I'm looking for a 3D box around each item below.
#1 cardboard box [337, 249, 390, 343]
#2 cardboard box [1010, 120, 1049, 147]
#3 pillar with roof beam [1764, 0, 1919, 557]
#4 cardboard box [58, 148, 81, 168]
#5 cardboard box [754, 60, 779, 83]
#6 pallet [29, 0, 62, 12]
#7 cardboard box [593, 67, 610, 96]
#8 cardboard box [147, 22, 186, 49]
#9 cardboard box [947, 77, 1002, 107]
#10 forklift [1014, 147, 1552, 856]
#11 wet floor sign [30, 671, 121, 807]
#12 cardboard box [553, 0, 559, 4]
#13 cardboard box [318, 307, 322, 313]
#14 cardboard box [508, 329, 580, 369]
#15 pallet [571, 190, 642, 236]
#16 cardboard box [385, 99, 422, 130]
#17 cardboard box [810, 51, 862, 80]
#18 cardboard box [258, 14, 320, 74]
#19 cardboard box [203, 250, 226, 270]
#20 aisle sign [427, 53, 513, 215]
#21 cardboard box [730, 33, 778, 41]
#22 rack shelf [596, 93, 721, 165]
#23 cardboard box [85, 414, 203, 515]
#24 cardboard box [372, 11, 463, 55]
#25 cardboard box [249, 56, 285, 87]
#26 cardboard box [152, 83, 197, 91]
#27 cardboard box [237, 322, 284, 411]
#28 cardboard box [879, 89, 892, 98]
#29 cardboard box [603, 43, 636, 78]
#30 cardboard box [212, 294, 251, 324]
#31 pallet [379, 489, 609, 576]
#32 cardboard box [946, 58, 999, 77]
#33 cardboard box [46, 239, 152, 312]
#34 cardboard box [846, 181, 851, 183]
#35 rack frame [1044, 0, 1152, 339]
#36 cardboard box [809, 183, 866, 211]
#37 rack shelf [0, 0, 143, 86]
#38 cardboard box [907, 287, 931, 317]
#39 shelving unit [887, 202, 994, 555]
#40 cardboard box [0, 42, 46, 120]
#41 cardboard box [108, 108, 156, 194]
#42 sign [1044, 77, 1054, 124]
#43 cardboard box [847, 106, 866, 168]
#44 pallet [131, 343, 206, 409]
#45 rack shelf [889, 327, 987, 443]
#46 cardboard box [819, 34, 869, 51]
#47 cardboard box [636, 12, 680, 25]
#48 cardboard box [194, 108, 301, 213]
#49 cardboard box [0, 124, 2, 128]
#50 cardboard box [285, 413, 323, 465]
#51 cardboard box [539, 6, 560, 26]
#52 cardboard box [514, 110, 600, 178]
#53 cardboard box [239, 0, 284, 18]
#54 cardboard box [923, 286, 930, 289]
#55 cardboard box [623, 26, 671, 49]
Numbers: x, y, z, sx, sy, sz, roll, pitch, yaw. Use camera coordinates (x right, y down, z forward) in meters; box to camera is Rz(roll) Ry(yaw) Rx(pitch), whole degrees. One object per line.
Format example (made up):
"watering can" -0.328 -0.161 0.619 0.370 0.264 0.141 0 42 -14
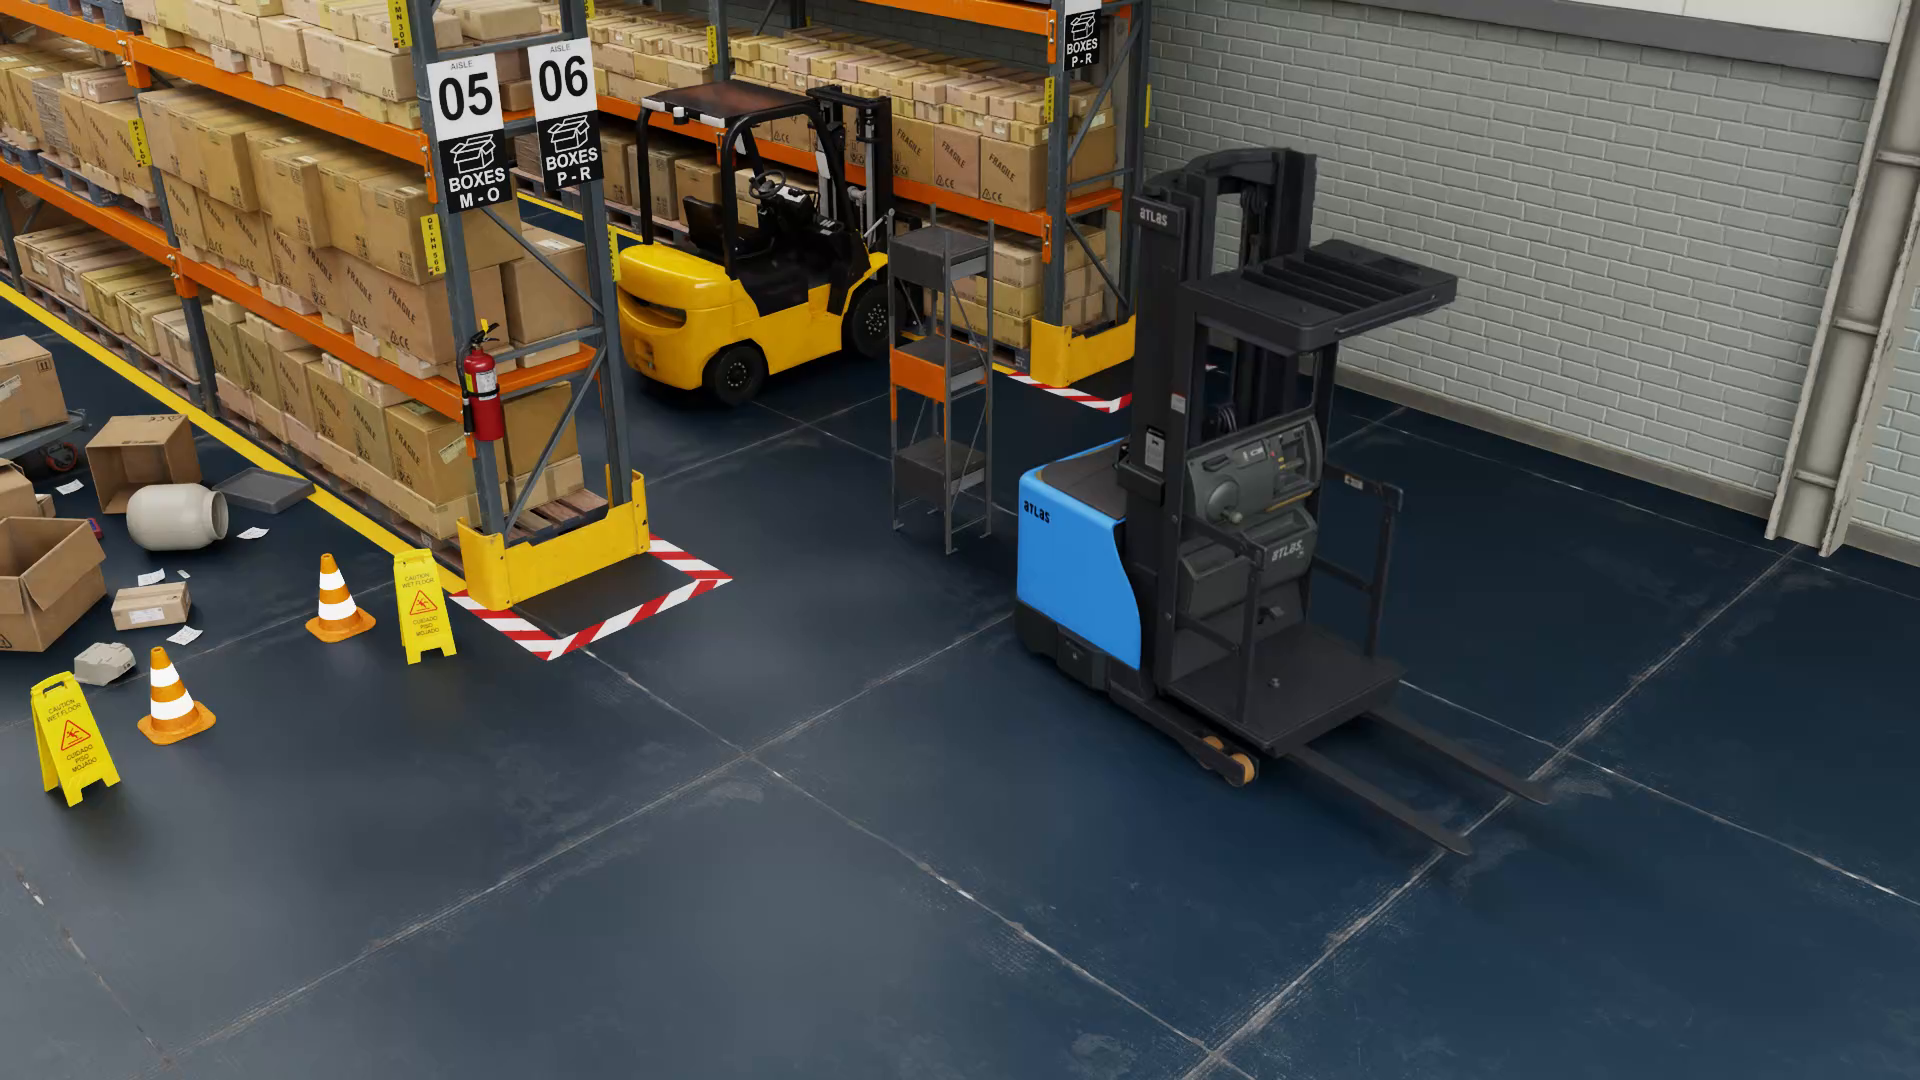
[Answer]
"cardboard box" -3.367 -1.541 10.025 0.500 0.500 0.500 25 36 38
"cardboard box" 0.600 -3.115 12.640 0.380 0.149 0.250 -25 36 -38
"pillar with roof beam" 2.440 -2.559 5.940 0.400 9.000 9.100 25 36 38
"cardboard box" -6.918 -3.089 13.213 0.380 0.149 0.250 -24 36 -38
"cardboard box" -1.580 -4.125 14.560 0.380 0.149 0.250 -24 36 -38
"pallet" -6.393 -4.239 12.560 1.003 0.211 1.213 25 36 38
"cardboard box" -3.419 -4.580 16.392 0.500 0.250 0.500 -24 36 -38
"cardboard box" -5.089 -3.349 10.936 0.250 0.149 0.380 25 36 38
"cardboard box" 0.112 -3.526 13.102 0.250 0.149 0.380 25 37 39
"forklift" 1.617 -0.317 8.197 1.130 2.935 3.031 -20 34 -33
"wet floor sign" -4.423 0.955 8.233 0.232 0.644 0.267 18 33 30
"cardboard box" -4.022 -5.618 17.400 0.380 0.149 0.250 -24 36 -38
"cardboard box" -3.926 -1.560 10.757 0.250 0.149 0.380 25 36 38
"cardboard box" -2.530 -1.183 10.041 0.250 0.149 0.380 25 37 39
"pallet" -3.235 -3.460 17.097 1.213 0.211 1.003 25 36 38
"cardboard box" -2.884 -2.355 9.046 0.250 0.149 0.380 25 37 39
"cardboard box" -1.035 -4.000 14.003 0.250 0.149 0.380 24 36 38
"cardboard box" -3.718 -2.918 9.688 0.500 0.250 0.500 -24 36 -38
"cardboard box" -5.069 -2.034 11.659 0.380 0.149 0.250 -24 36 -38
"aisle sign" -2.592 -2.149 8.814 0.004 0.787 0.394 25 36 38
"cardboard box" -1.908 -4.586 15.437 0.250 0.149 0.380 24 36 37
"rack shelf" -3.234 -4.403 16.666 4.000 0.370 1.077 25 36 38
"cardboard box" -5.475 -0.514 11.180 0.500 0.500 0.500 -3 28 -5
"cardboard box" -2.881 -2.697 8.839 0.380 0.149 0.250 -25 37 -39
"cardboard box" -4.010 -2.841 9.971 0.250 0.149 0.380 24 36 38
"cardboard box" -5.776 -3.193 12.715 0.500 0.500 0.500 25 36 39
"cardboard box" -4.664 -1.268 11.629 0.500 0.500 0.500 -24 36 -37
"cardboard box" -0.446 -3.637 13.632 0.250 0.149 0.380 24 36 38
"cardboard box" -3.070 -4.633 15.955 0.500 0.250 0.500 -24 36 -38
"cardboard box" -5.007 -1.665 11.688 0.380 0.149 0.250 -25 36 -38
"pallet" -3.042 -0.182 10.863 1.213 0.211 1.003 25 36 38
"cardboard box" 0.104 -3.867 13.750 0.250 0.149 0.380 24 36 37
"cardboard box" -7.210 -2.322 14.309 0.625 0.372 0.950 24 36 37
"cardboard box" -0.950 -3.223 15.079 0.500 0.250 0.500 24 36 38
"rack frame" 1.044 -2.763 12.776 0.127 3.000 1.000 25 36 38
"cardboard box" -0.963 -2.889 14.444 0.500 0.250 0.500 -24 36 -38
"rack shelf" -6.712 -4.082 12.833 4.000 0.370 1.077 25 36 38
"cardboard box" -0.211 -2.112 14.041 0.500 0.250 0.500 -25 37 -39
"shelving unit" -0.118 -0.983 10.357 0.503 2.100 0.431 25 36 38
"cardboard box" -7.979 -3.863 13.989 0.500 0.500 0.500 23 36 37
"cardboard box" -5.776 -2.856 12.074 0.500 0.500 0.500 24 36 38
"sign" 0.654 -3.205 12.117 0.005 0.325 0.100 25 36 38
"cardboard box" -0.586 -3.381 13.843 0.500 0.500 0.500 25 37 39
"pallet" -5.842 -1.439 13.254 1.213 0.211 1.003 25 36 38
"rack shelf" -0.118 -0.971 10.364 0.480 0.518 0.431 25 36 38
"cardboard box" -1.021 -4.350 14.669 0.250 0.149 0.380 24 36 38
"cardboard box" -2.963 -5.099 16.413 0.380 0.149 0.250 -25 37 -39
"cardboard box" -4.436 -2.476 10.728 0.500 0.500 0.700 24 36 37
"cardboard box" -8.036 -3.632 14.247 0.250 0.149 0.380 22 35 36
"cardboard box" -4.285 -0.764 11.477 0.500 0.250 0.500 24 36 38
"cardboard box" -4.052 -5.260 16.720 0.380 0.149 0.250 -25 37 -39
"cardboard box" -4.225 -4.300 17.799 0.875 0.625 0.625 -24 36 -38
"cardboard box" -3.999 -3.186 9.769 0.380 0.149 0.250 -24 36 -38
"cardboard box" -0.255 -2.337 13.931 0.500 0.250 0.500 24 36 37
"cardboard box" -2.965 -4.761 15.771 0.250 0.149 0.380 24 36 37
